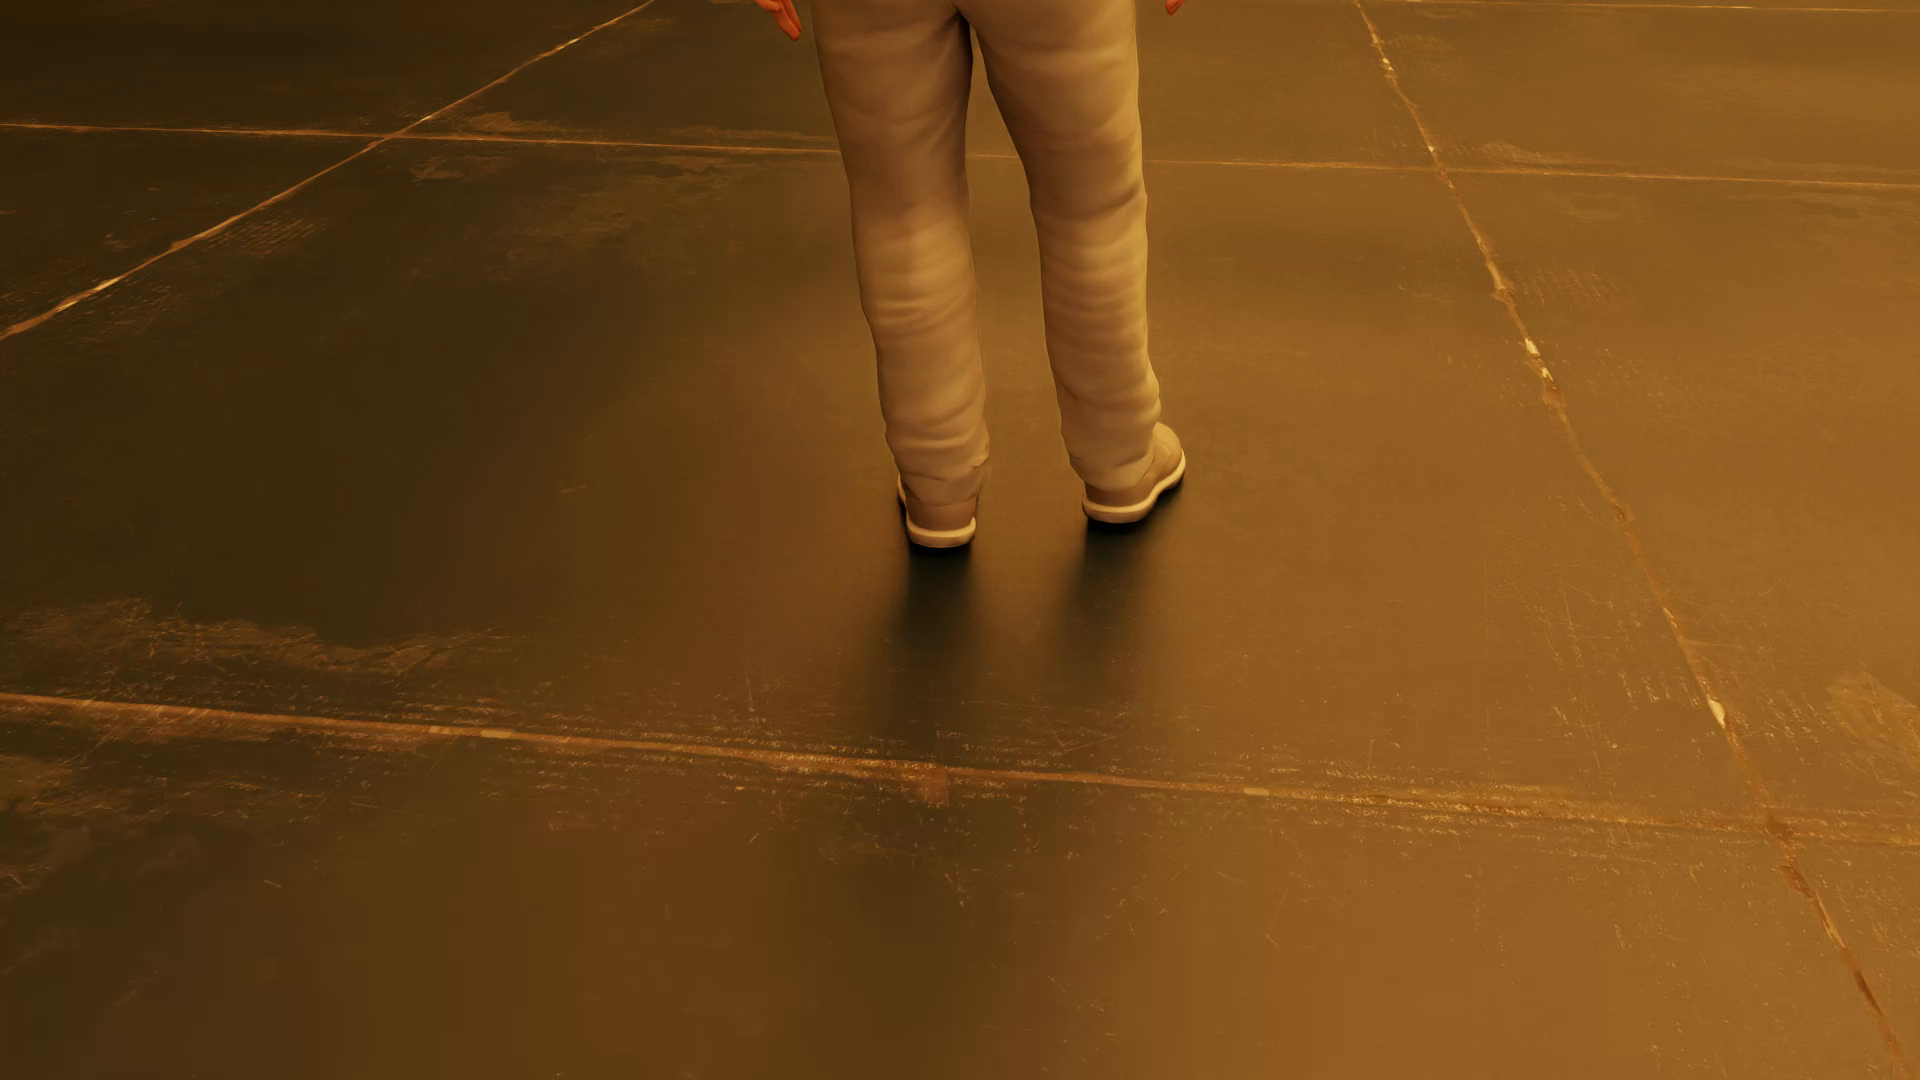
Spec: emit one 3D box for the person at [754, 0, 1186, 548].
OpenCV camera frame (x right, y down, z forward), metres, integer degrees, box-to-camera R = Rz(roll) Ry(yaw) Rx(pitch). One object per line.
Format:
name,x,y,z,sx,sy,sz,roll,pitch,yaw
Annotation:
person,0.022,-0.838,2.167,0.641,1.780,0.574,3,27,7
